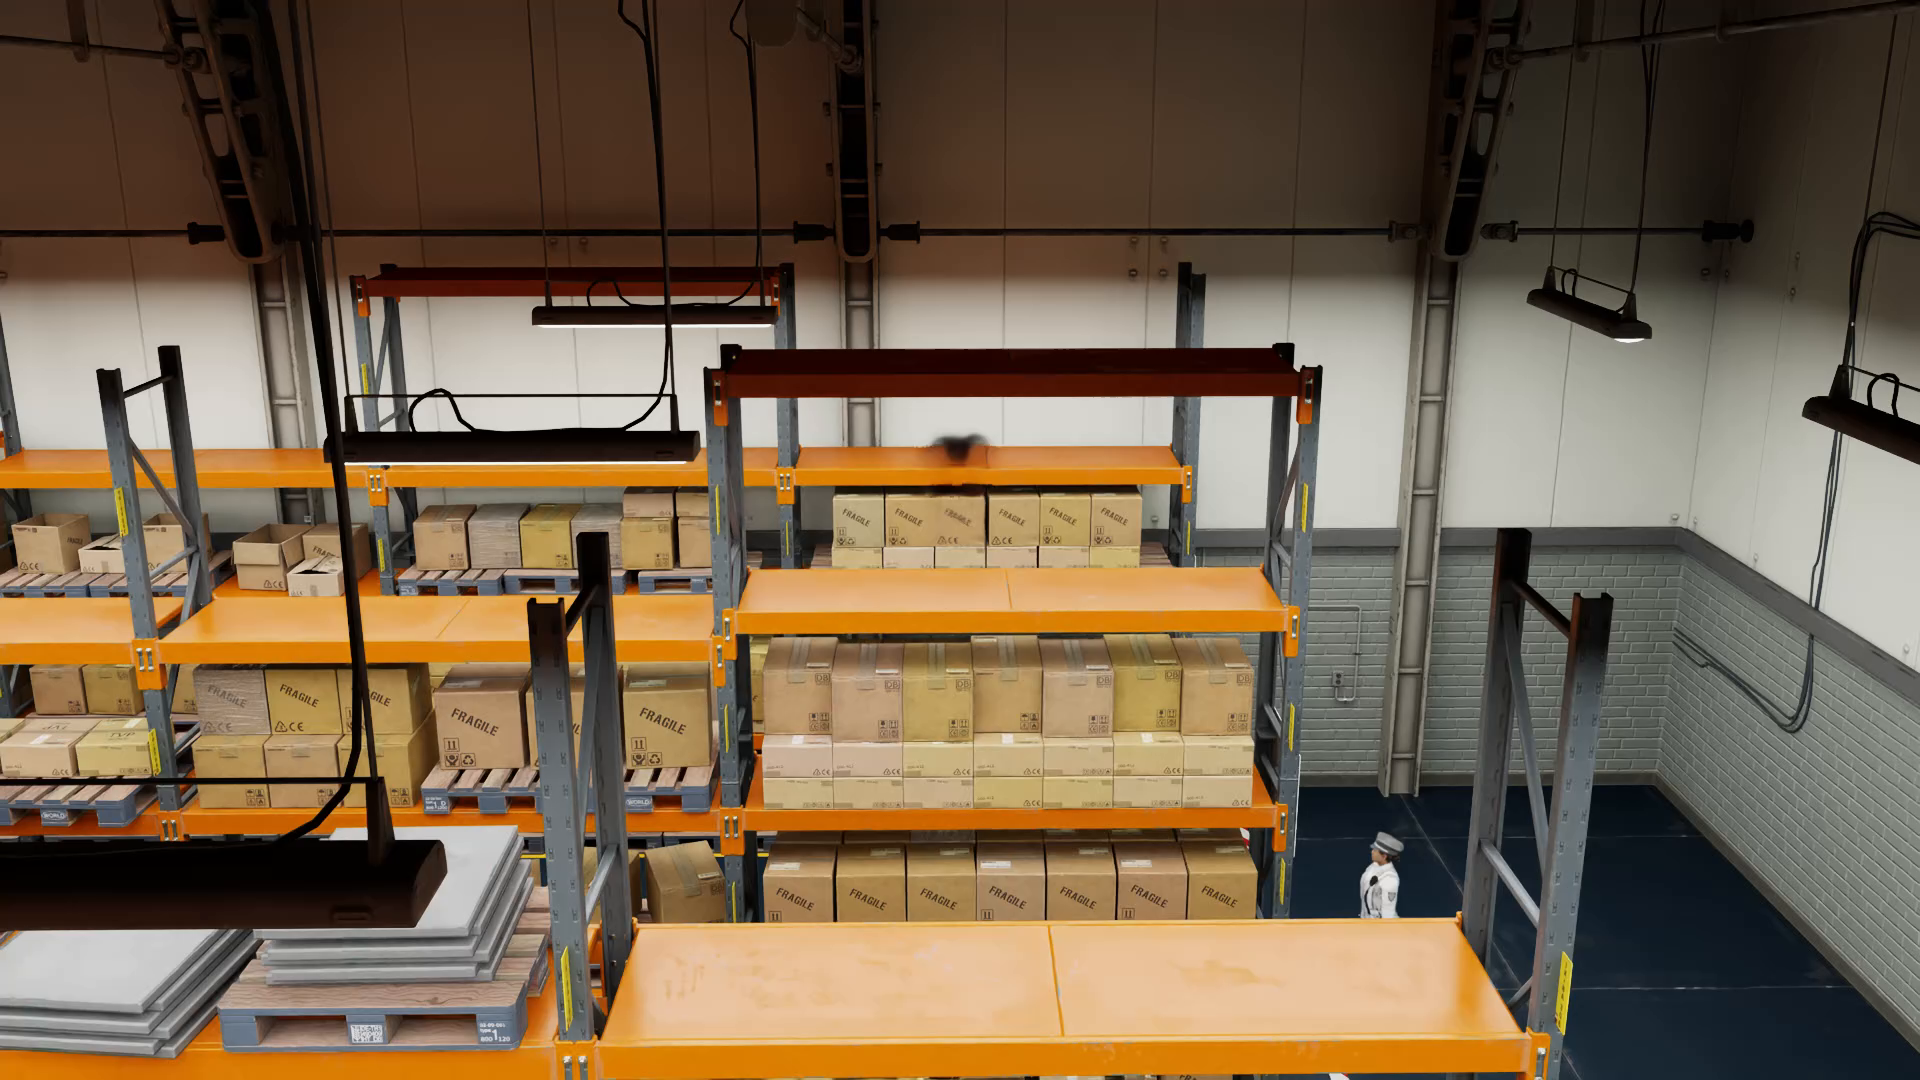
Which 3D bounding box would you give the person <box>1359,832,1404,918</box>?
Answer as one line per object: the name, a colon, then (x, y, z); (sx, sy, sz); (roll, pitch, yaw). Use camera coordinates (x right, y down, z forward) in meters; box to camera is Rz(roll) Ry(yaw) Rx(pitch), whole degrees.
person: (3.511, 3.295, 14.245); (0.500, 1.701, 0.531); (-2, 16, -7)
